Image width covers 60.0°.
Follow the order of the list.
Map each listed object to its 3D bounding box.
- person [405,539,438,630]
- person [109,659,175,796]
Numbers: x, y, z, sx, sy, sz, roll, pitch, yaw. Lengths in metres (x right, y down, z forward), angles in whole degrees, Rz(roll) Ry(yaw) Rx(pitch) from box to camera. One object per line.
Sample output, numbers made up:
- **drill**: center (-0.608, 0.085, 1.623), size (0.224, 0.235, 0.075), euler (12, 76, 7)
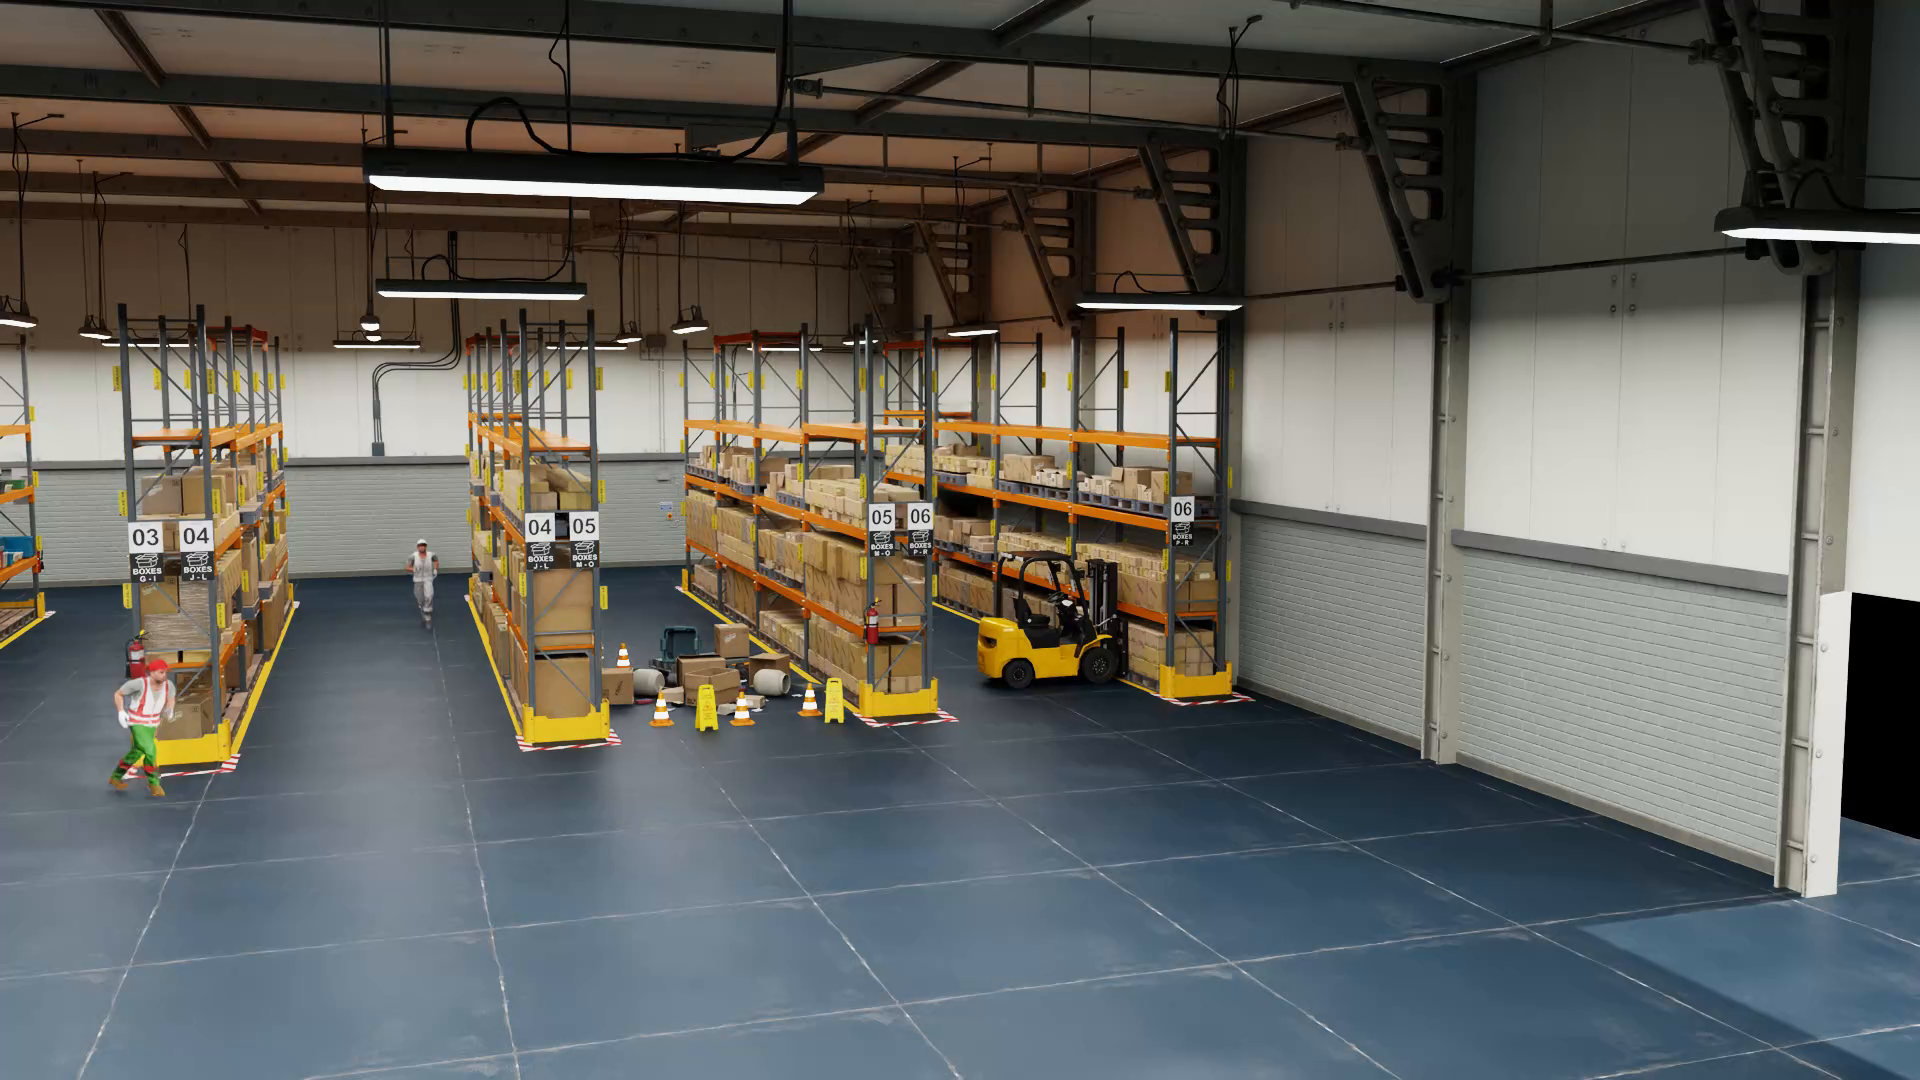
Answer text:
- **person**: center (-11.030, 0.892, 34.102), size (0.622, 1.836, 0.994), euler (-1, 6, -12)
- **person**: center (-9.978, 2.277, 20.302), size (0.963, 1.711, 0.694), euler (3, 6, 28)
